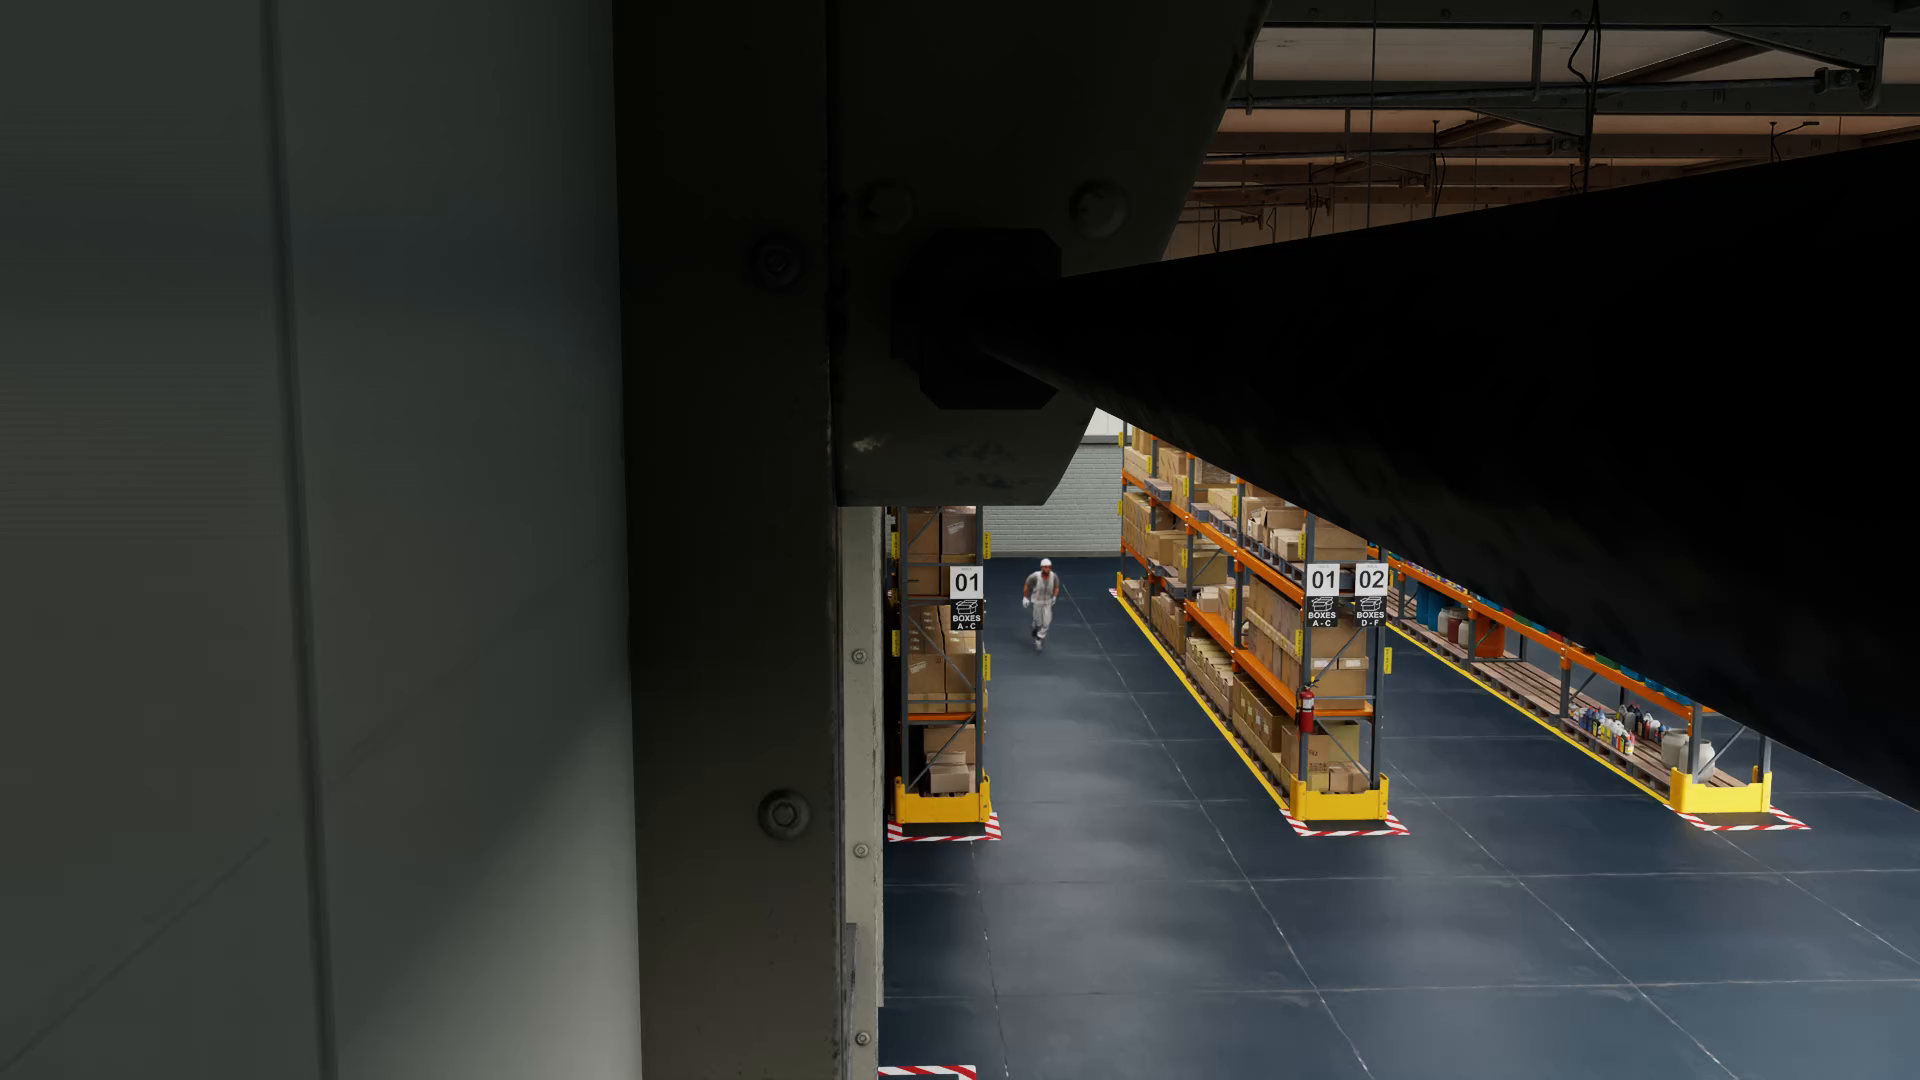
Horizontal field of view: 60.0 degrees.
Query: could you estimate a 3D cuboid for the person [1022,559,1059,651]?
[{"bbox_3d":[1.501,1.174,30.752,0.659,1.713,0.705,-3,9,-20],"label":"person"}]
